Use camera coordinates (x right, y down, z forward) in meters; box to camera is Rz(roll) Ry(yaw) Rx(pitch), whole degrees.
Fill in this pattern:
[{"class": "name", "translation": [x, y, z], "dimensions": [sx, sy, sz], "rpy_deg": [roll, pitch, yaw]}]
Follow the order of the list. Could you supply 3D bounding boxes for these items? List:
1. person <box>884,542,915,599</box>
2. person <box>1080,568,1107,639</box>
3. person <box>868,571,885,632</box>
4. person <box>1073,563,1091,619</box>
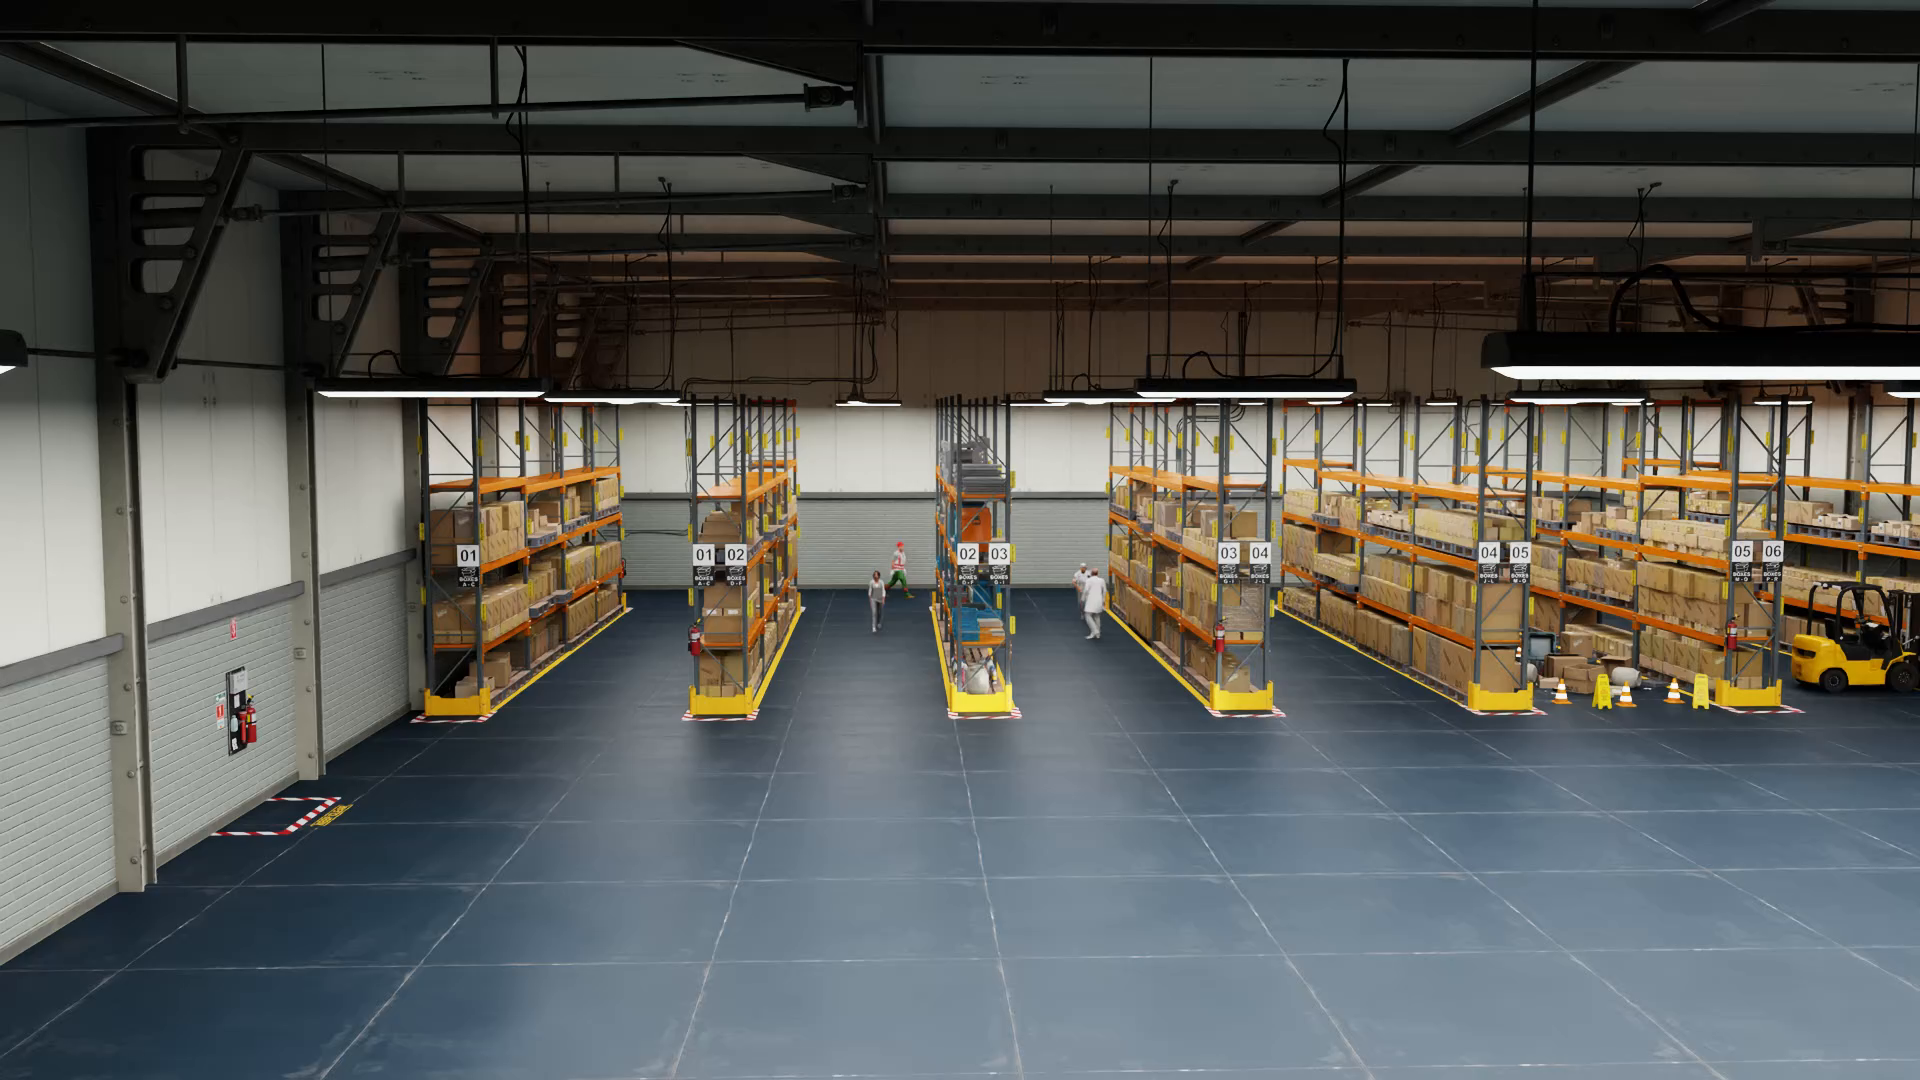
[{"class": "person", "translation": [-1.853, 0.913, 50.244], "dimensions": [1.143, 1.730, 0.500], "rpy_deg": [1, 5, 14]}, {"class": "person", "translation": [3.401, 1.582, 41.602], "dimensions": [0.659, 1.760, 0.668], "rpy_deg": [-2, 5, -26]}, {"class": "person", "translation": [-2.141, 1.559, 42.827], "dimensions": [0.434, 1.539, 0.972], "rpy_deg": [0, 5, -4]}, {"class": "person", "translation": [3.386, 1.388, 45.093], "dimensions": [0.642, 1.578, 0.748], "rpy_deg": [1, 5, 9]}]
